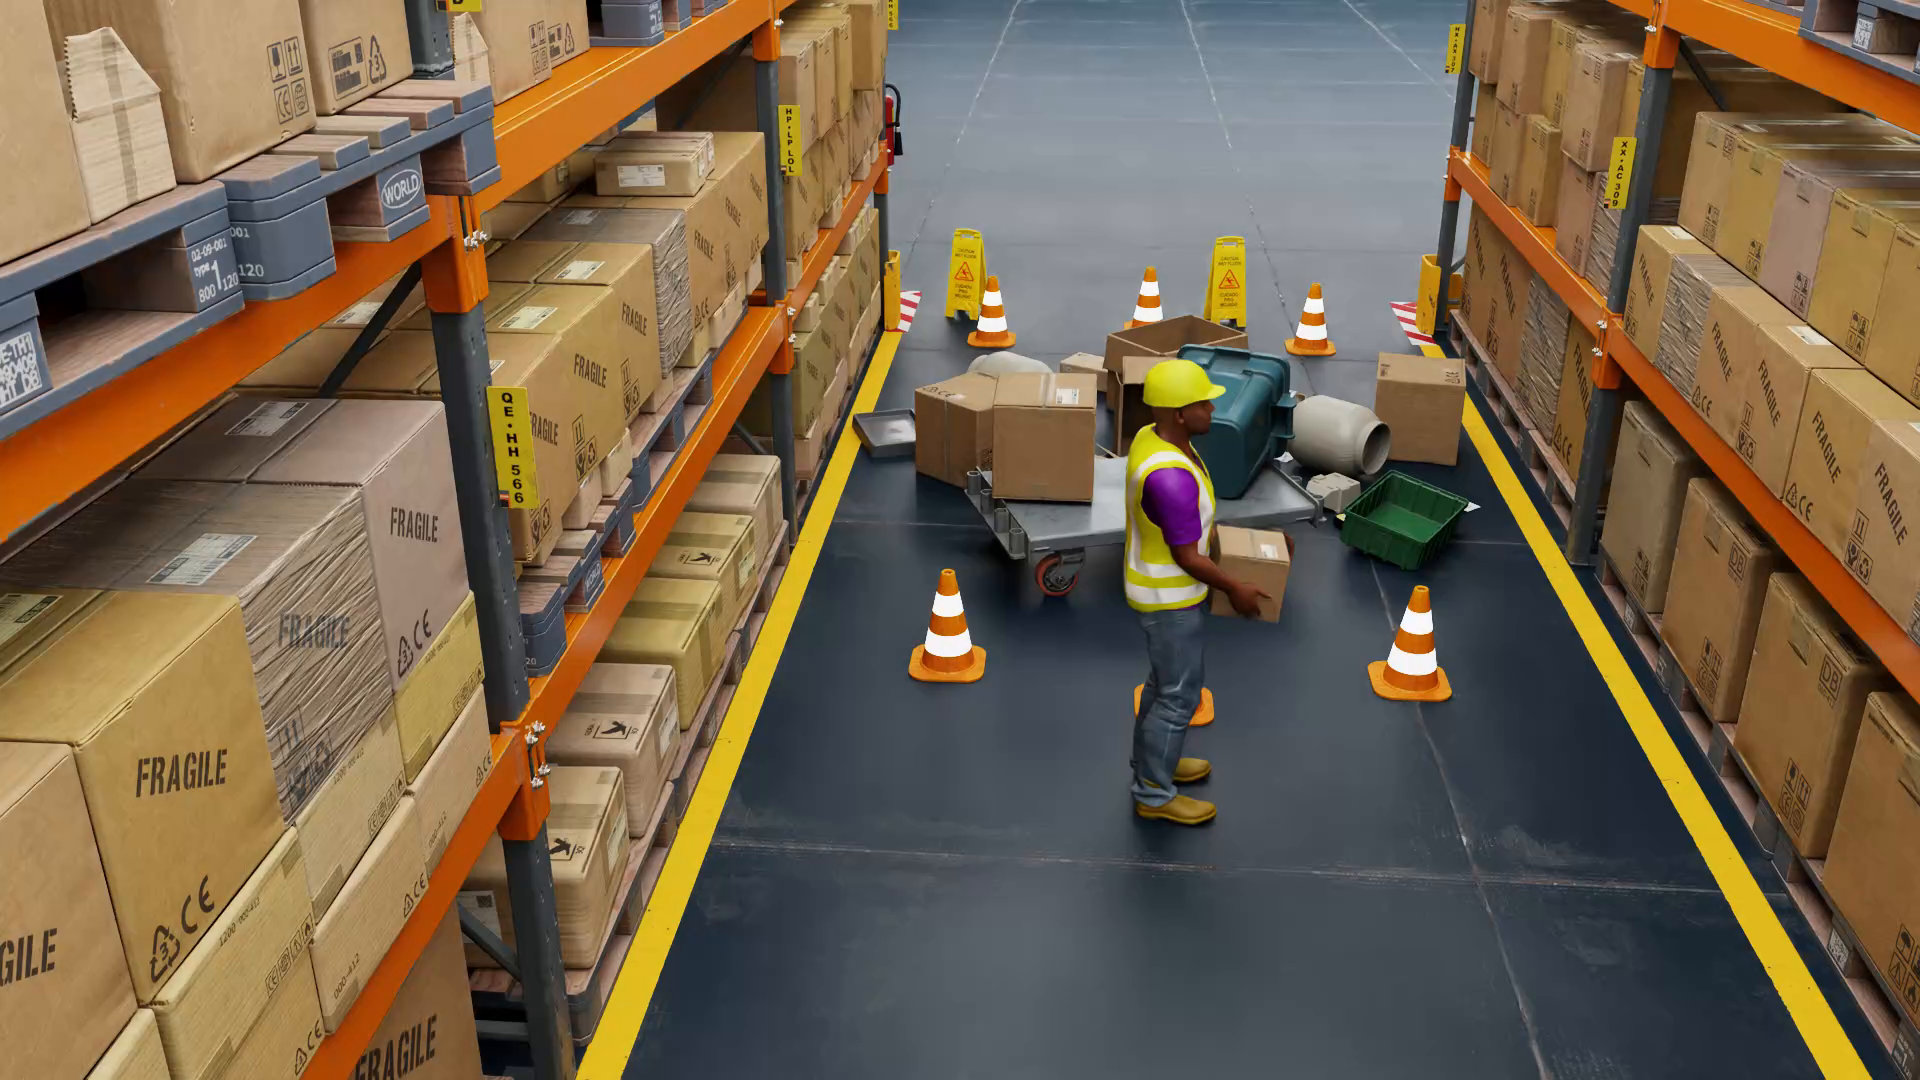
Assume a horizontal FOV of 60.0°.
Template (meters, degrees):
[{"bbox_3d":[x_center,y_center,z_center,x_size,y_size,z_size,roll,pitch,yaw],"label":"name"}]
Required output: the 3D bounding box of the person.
[{"bbox_3d":[0.864,0.188,6.158,0.541,1.770,0.548,2,24,4],"label":"person"}]
